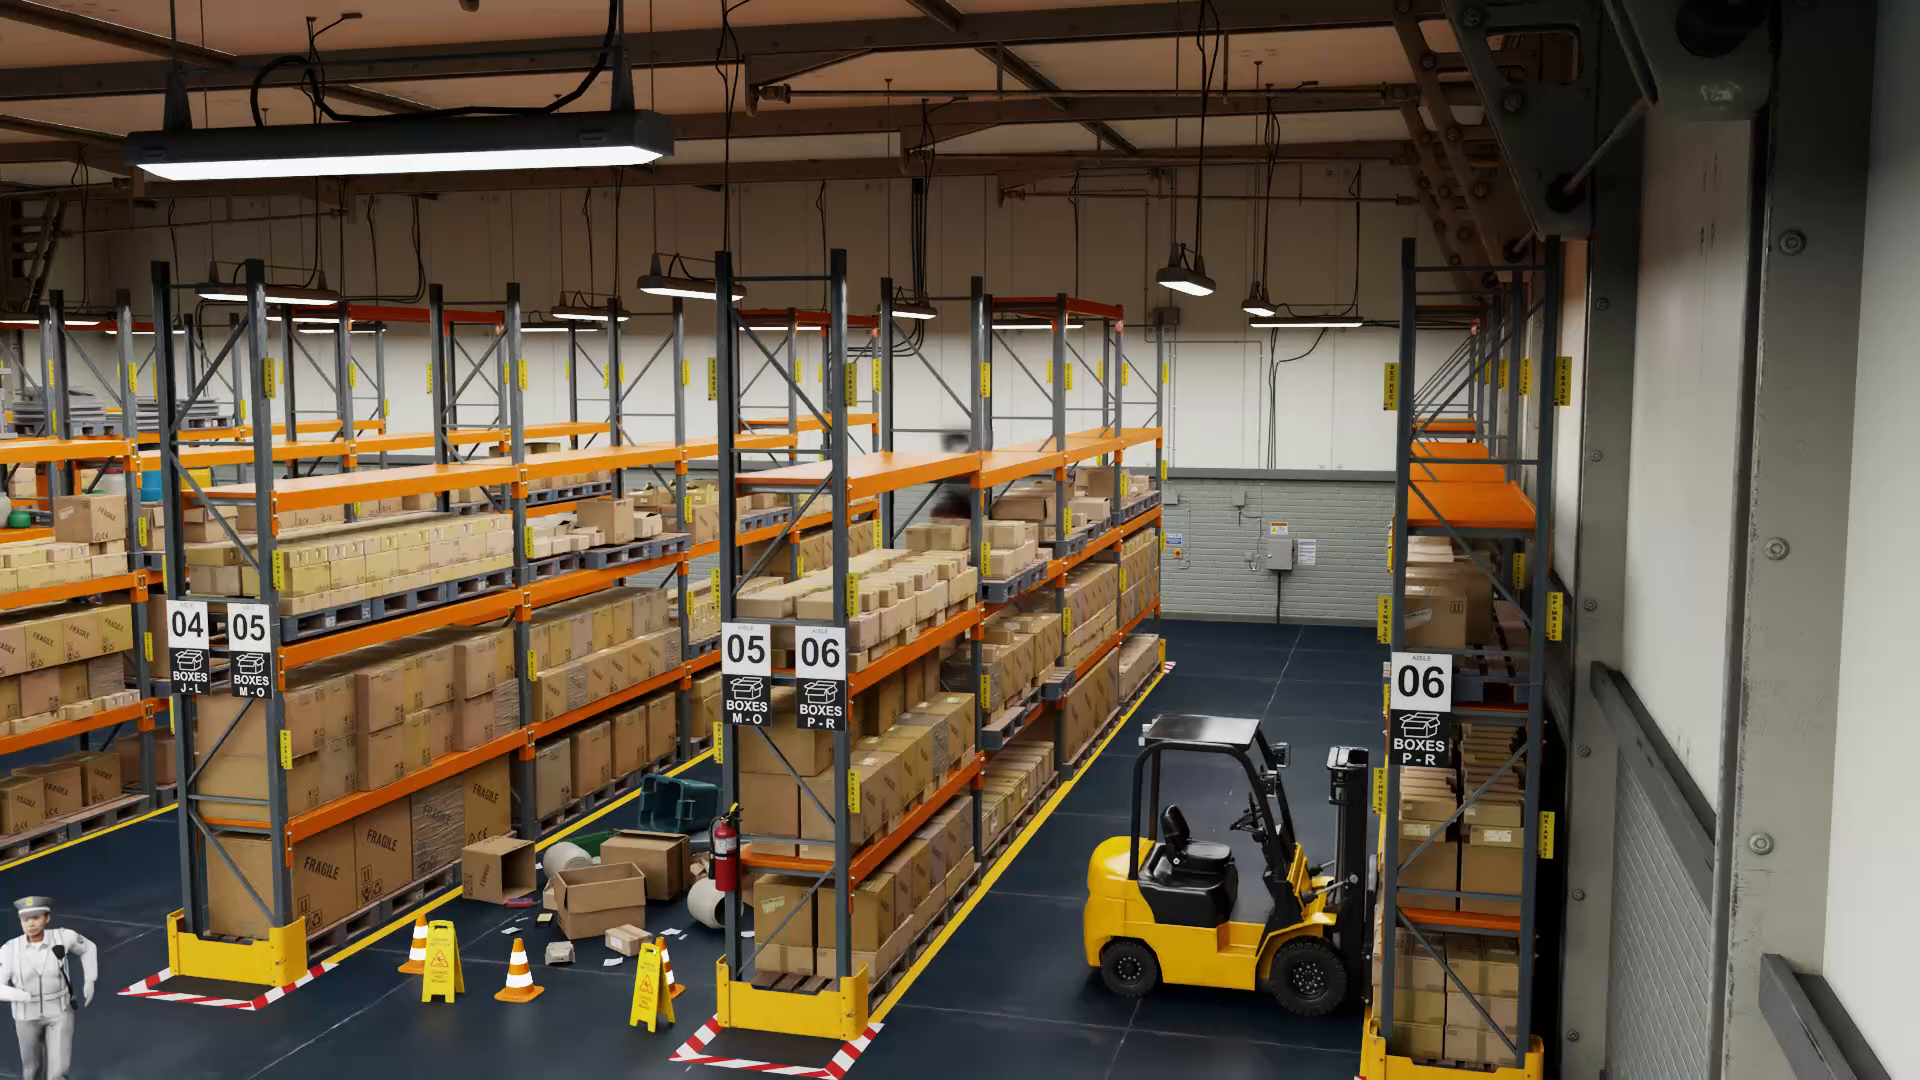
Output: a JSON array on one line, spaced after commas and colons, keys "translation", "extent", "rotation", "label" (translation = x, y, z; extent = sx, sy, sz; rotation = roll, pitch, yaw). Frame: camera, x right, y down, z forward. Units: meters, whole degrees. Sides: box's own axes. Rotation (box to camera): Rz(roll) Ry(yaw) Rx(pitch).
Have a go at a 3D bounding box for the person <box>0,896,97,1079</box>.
[{"translation": [-6.072, 3.162, 11.051], "extent": [0.622, 1.738, 0.889], "rotation": [-3, 7, -23], "label": "person"}]
